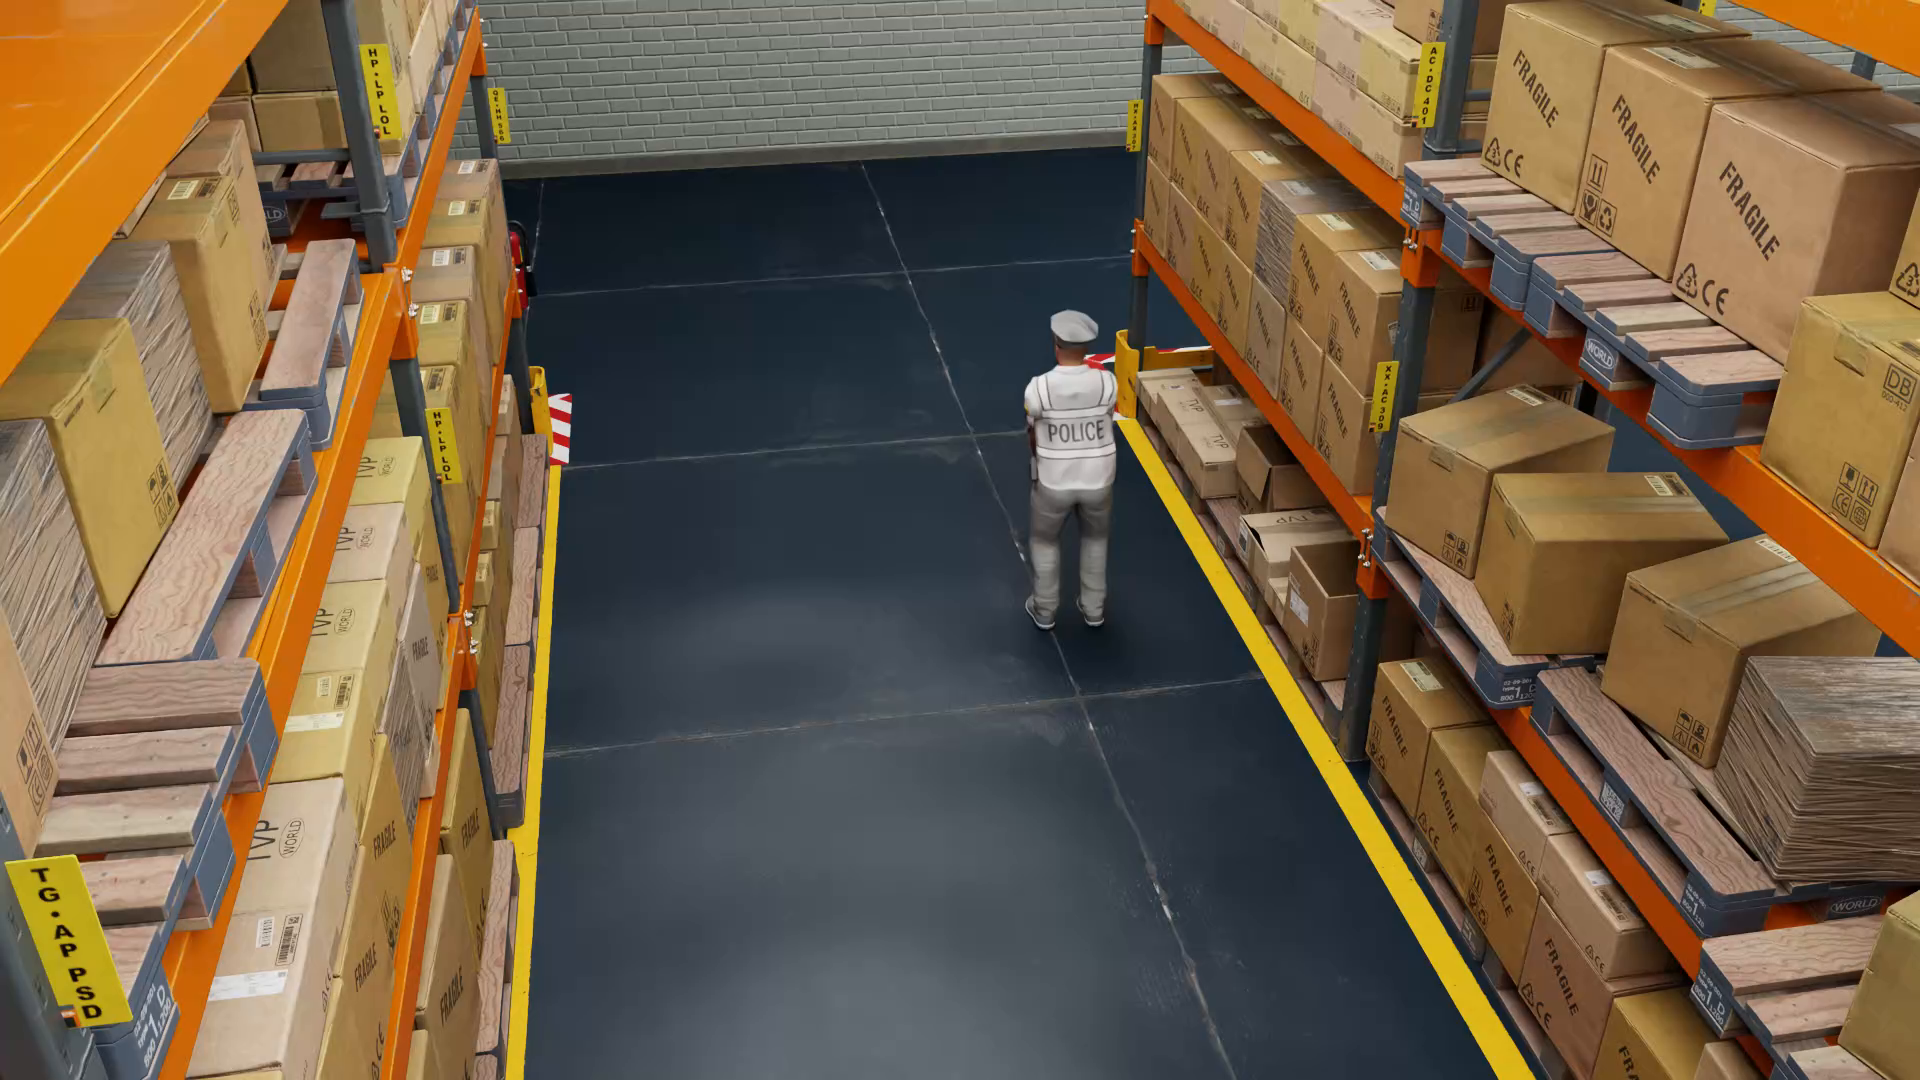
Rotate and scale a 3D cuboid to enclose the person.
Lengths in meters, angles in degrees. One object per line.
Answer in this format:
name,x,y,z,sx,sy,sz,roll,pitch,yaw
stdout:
person,0.563,-0.367,8.753,0.488,1.761,0.583,-4,31,-7
